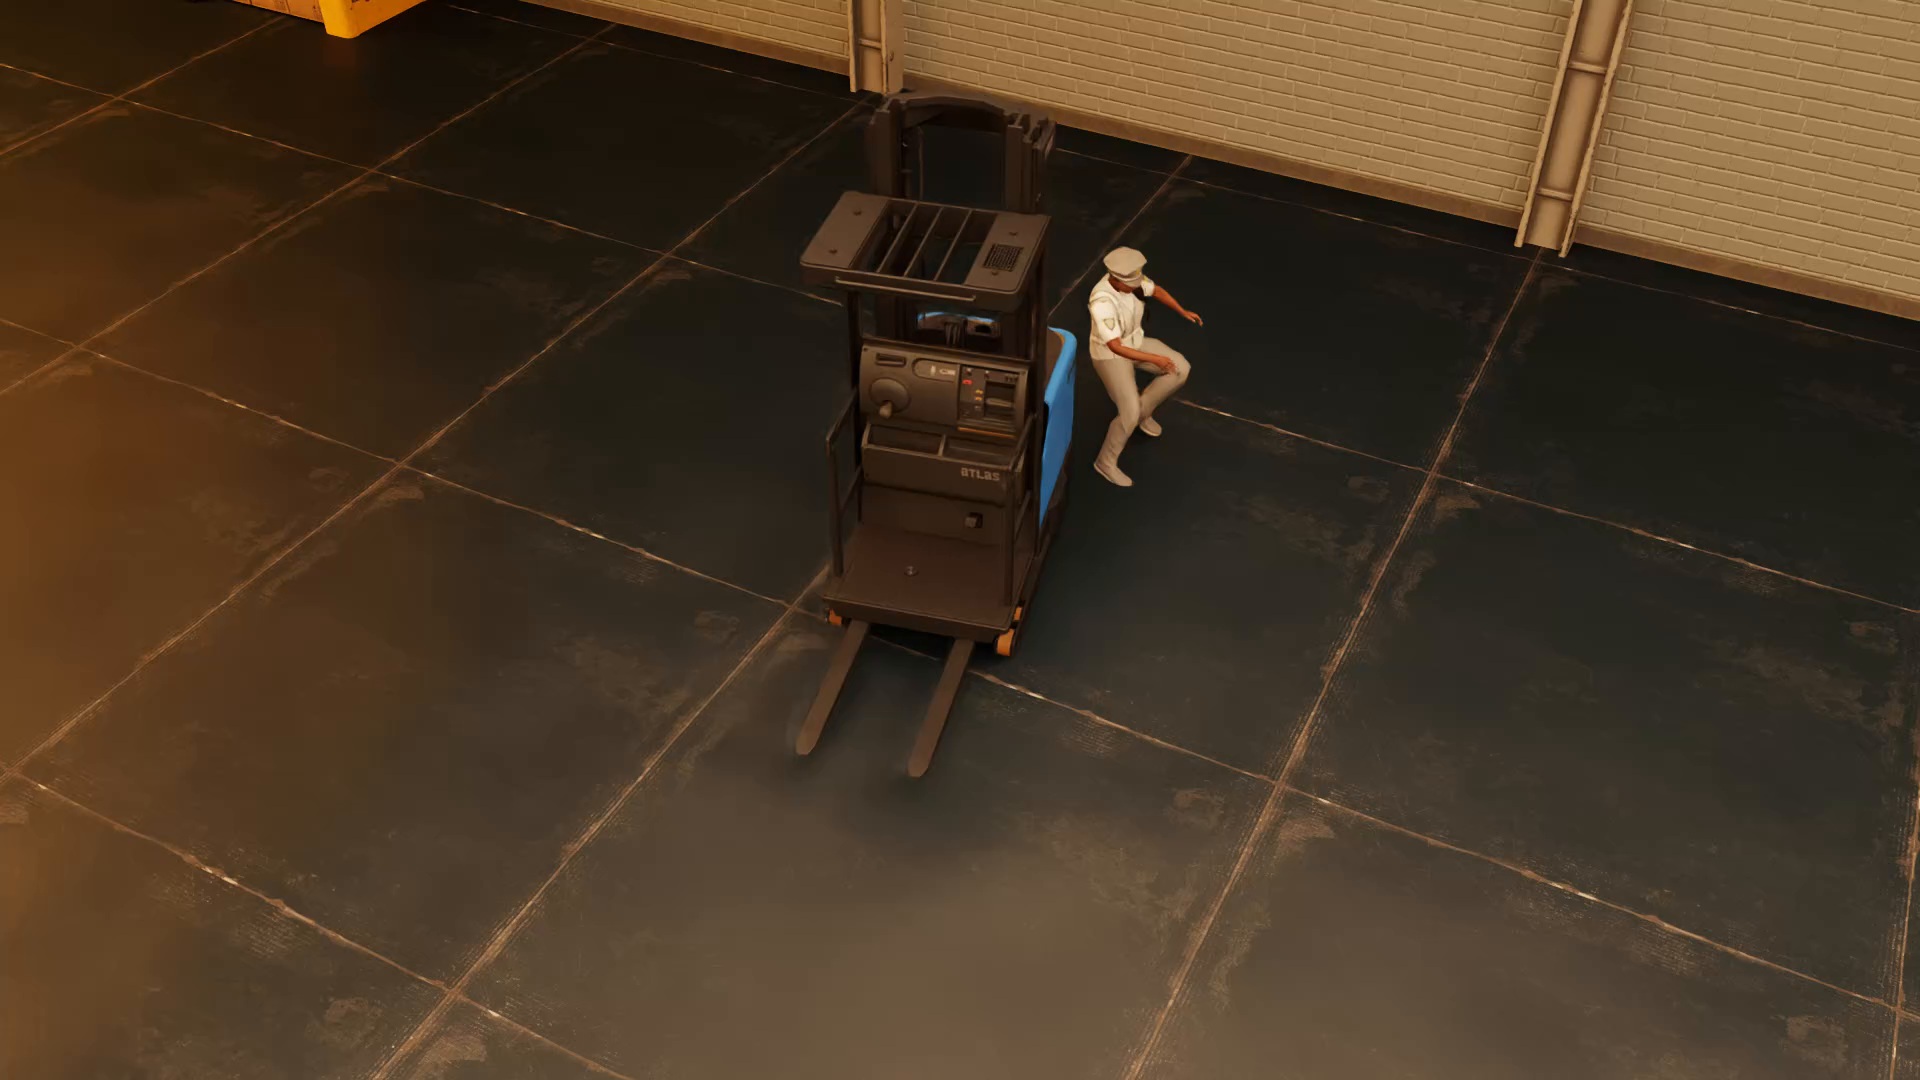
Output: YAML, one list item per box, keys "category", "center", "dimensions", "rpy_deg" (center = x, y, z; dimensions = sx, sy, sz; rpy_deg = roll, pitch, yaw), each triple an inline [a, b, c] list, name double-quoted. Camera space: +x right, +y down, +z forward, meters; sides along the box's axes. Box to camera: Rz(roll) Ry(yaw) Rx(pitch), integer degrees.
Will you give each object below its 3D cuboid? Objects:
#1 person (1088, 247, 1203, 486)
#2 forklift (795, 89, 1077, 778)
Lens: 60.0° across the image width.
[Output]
- category: "person"
  center: [1.137, -1.137, 10.524]
  dimensions: [0.743, 1.460, 0.778]
  rpy_deg: [26, 47, 28]
- category: "forklift"
  center: [-0.144, -0.737, 8.861]
  dimensions: [1.130, 2.935, 3.031]
  rpy_deg: [10, 41, 11]
